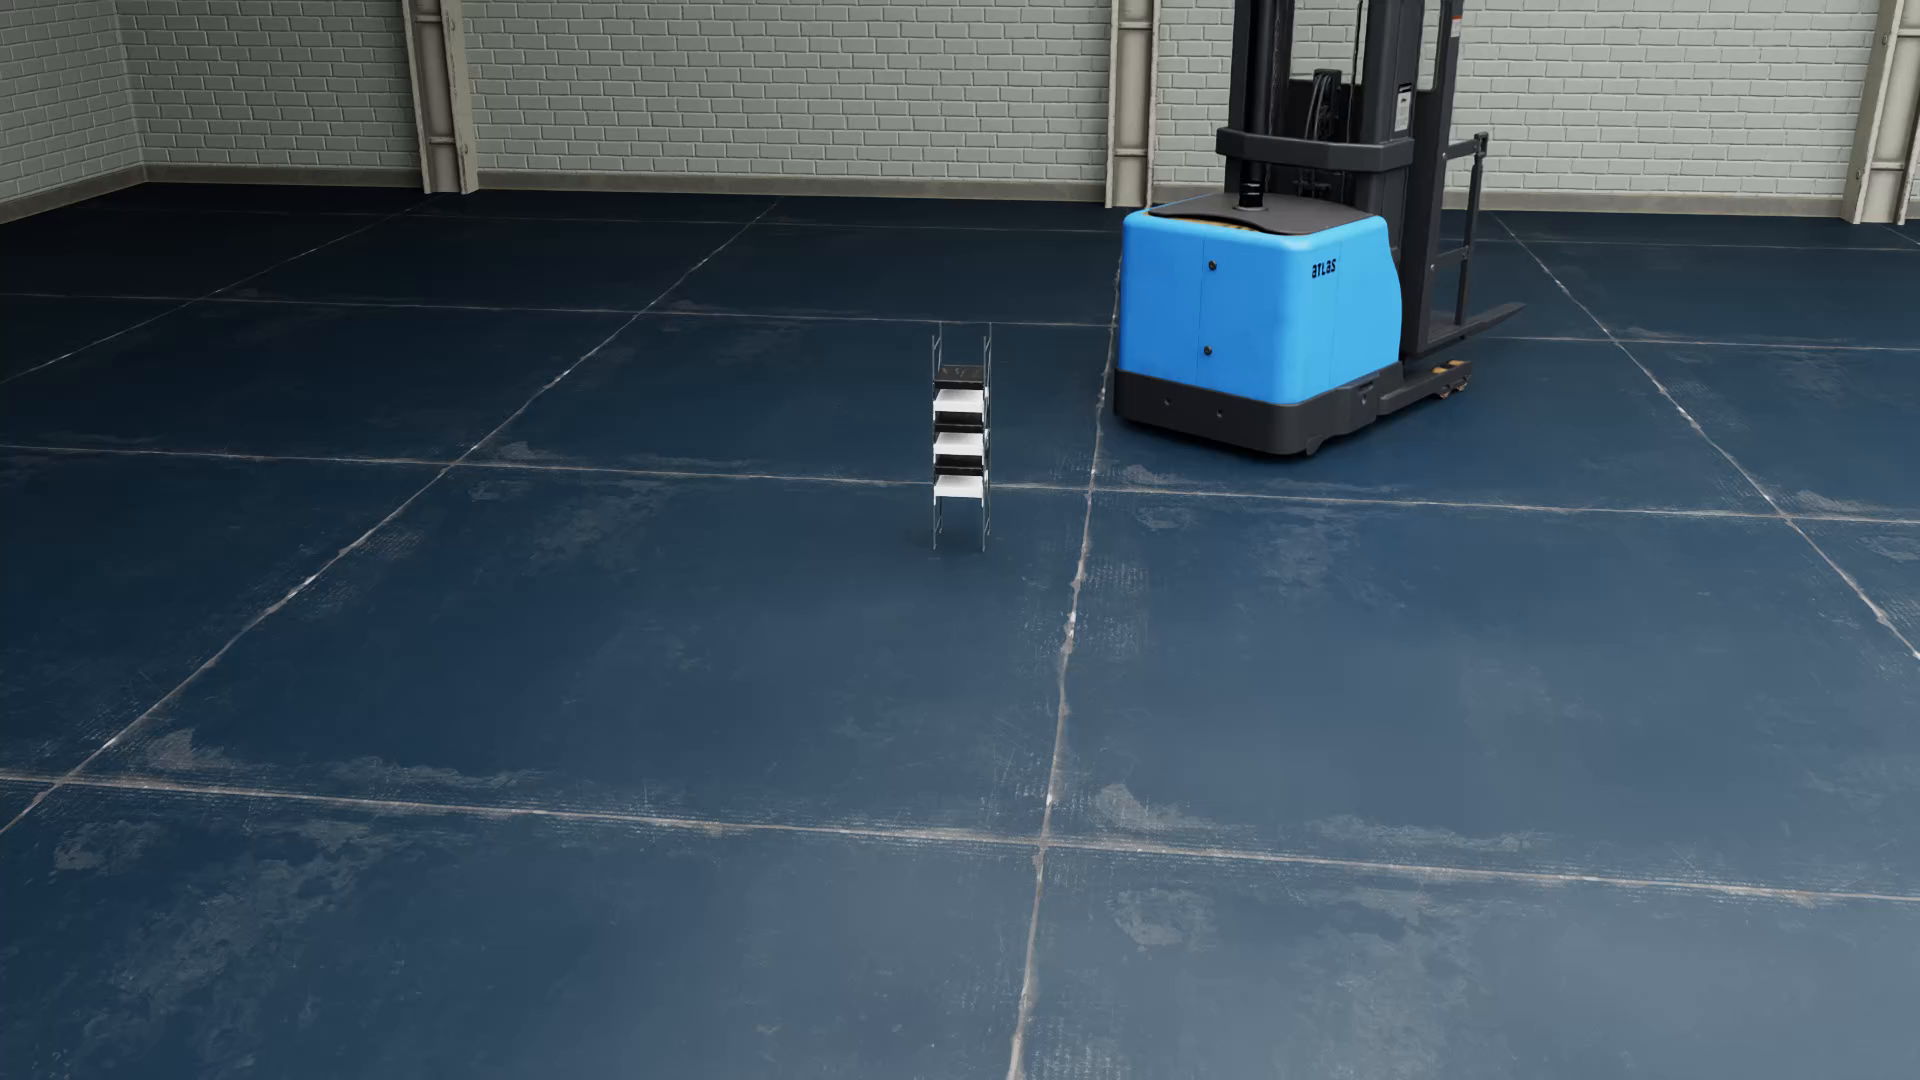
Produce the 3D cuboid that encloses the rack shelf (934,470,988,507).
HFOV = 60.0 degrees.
[{"bbox_3d":[0.008,-0.220,6.852,0.200,0.077,0.258,2,22,6],"label":"rack shelf"}]

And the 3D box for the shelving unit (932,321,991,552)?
[{"bbox_3d":[0.008,-0.418,6.773,0.210,0.900,0.258,2,22,6],"label":"shelving unit"}]

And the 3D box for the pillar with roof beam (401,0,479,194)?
[{"bbox_3d":[-5.028,-5.723,9.177,0.400,9.000,9.100,2,22,6],"label":"pillar with roof beam"}]

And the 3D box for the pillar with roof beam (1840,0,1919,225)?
[{"bbox_3d":[6.888,-5.204,7.864,0.400,9.000,9.100,2,22,6],"label":"pillar with roof beam"}]

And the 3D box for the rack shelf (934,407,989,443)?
[{"bbox_3d":[0.008,-0.471,6.753,0.200,0.077,0.258,2,22,6],"label":"rack shelf"}]

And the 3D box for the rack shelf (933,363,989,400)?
[{"bbox_3d":[0.008,-0.638,6.686,0.200,0.077,0.258,2,22,6],"label":"rack shelf"}]

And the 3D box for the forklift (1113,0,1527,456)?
[{"bbox_3d":[2.119,-2.223,8.575,1.130,2.935,3.031,18,28,38],"label":"forklift"}]

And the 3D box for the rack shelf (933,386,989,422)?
[{"bbox_3d":[0.008,-0.555,6.720,0.200,0.077,0.258,2,22,6],"label":"rack shelf"}]

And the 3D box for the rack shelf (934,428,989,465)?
[{"bbox_3d":[0.008,-0.387,6.786,0.200,0.077,0.258,2,22,6],"label":"rack shelf"}]

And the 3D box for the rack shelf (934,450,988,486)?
[{"bbox_3d":[0.008,-0.303,6.819,0.200,0.077,0.258,2,22,6],"label":"rack shelf"}]

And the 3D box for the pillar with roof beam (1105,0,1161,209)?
[{"bbox_3d":[0.930,-5.464,8.520,0.400,9.000,9.100,2,22,6],"label":"pillar with roof beam"}]

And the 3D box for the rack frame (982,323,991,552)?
[{"bbox_3d":[0.109,-0.414,6.762,0.006,0.900,0.240,2,22,6],"label":"rack frame"}]

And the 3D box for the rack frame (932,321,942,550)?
[{"bbox_3d":[-0.093,-0.423,6.785,0.006,0.900,0.240,2,22,6],"label":"rack frame"}]
